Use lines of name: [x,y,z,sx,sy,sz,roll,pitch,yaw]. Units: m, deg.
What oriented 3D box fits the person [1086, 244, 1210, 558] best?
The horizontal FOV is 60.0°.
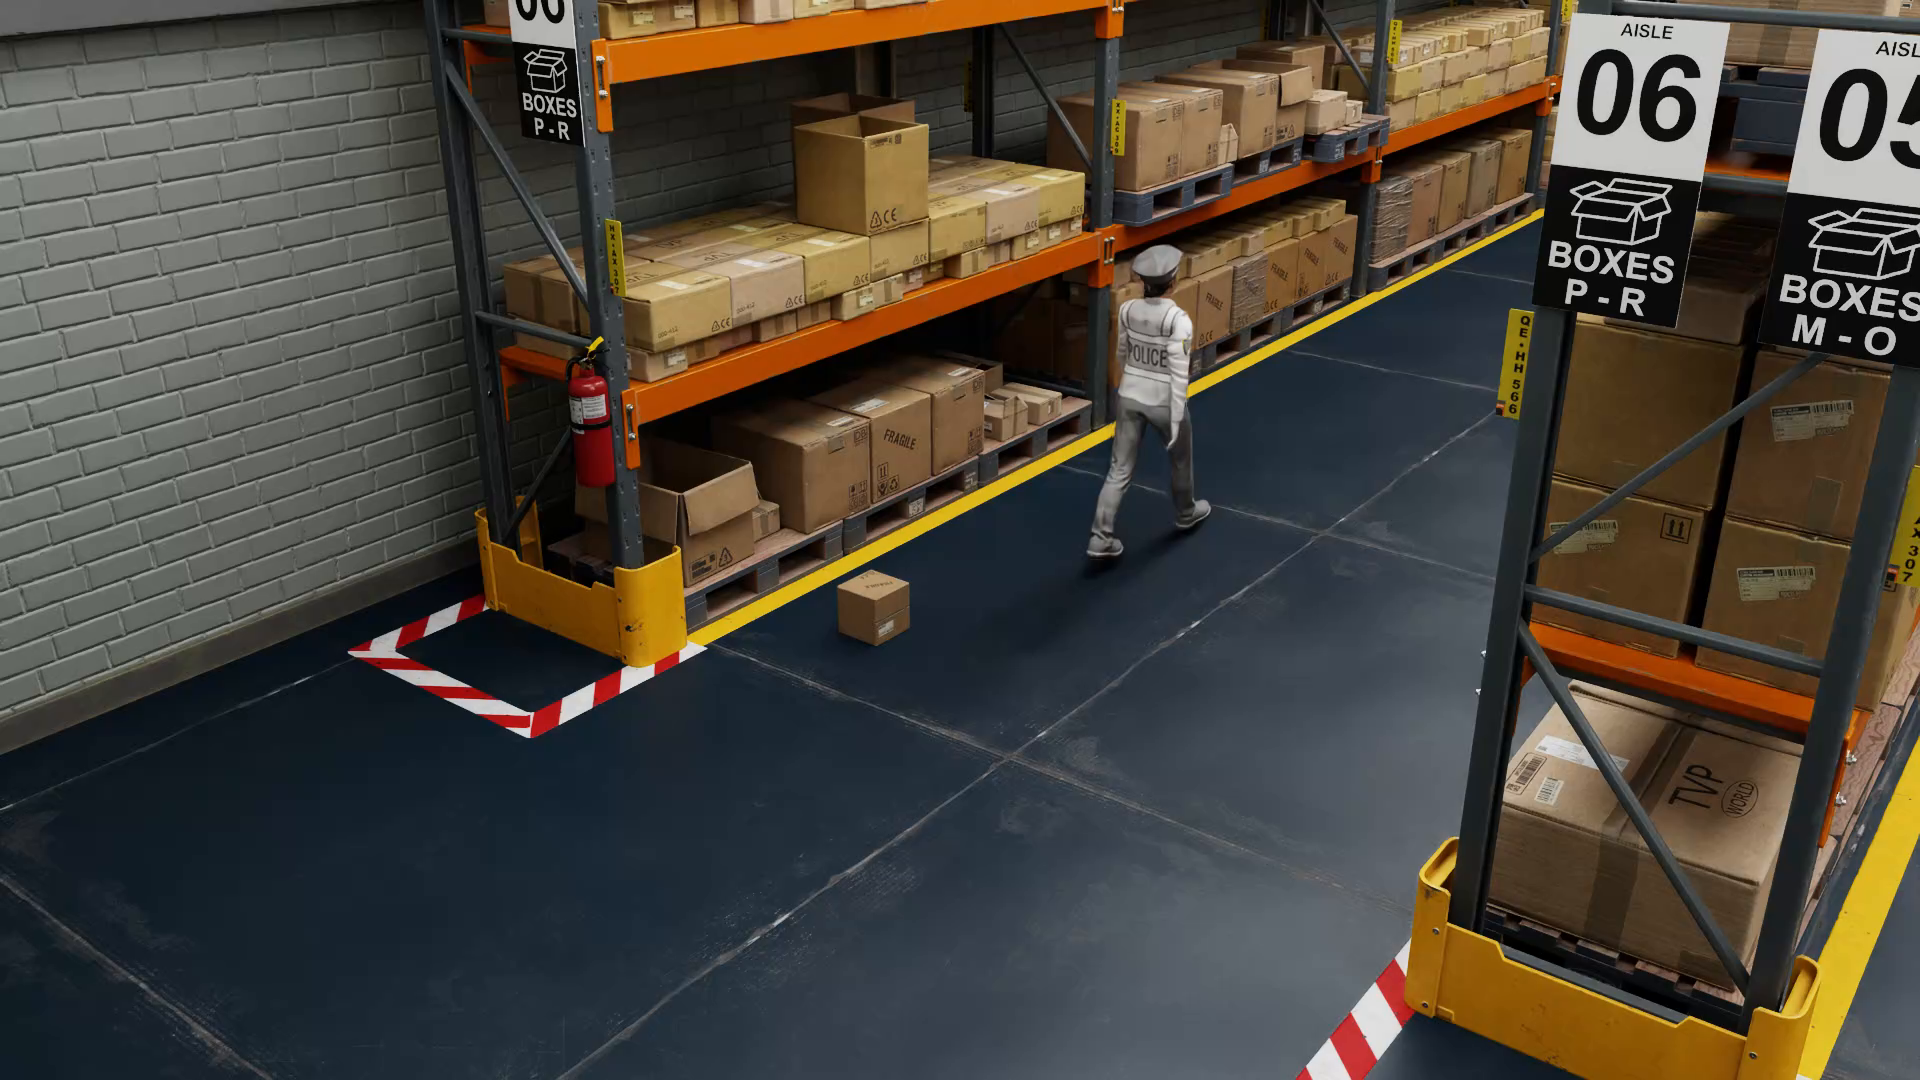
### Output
person: [1.023,-0.750,8.755,0.506,1.631,1.025,15,28,31]
